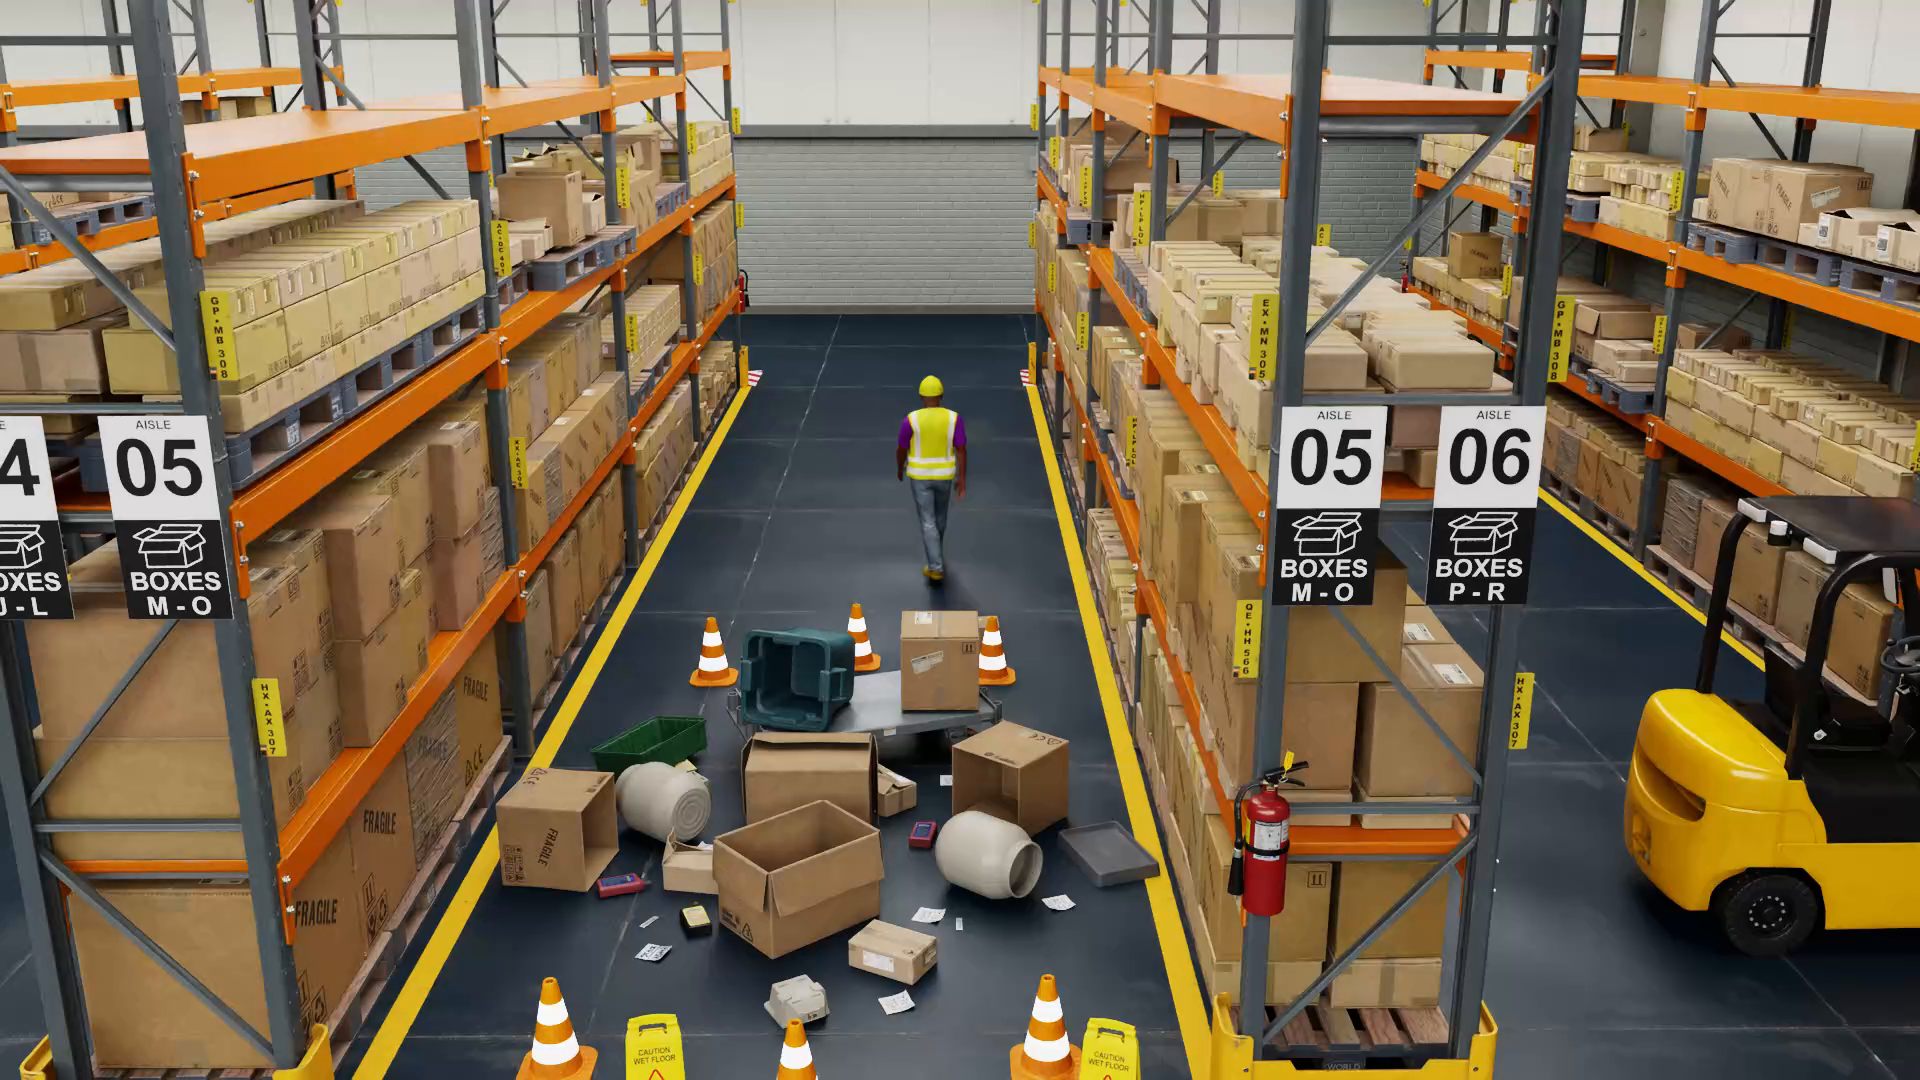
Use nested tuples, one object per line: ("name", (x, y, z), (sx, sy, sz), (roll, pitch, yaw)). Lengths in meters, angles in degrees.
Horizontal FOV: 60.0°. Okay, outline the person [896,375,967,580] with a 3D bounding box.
("person", (-0.269, -0.598, 14.402), (0.580, 1.703, 1.053), (-4, 17, -13))
